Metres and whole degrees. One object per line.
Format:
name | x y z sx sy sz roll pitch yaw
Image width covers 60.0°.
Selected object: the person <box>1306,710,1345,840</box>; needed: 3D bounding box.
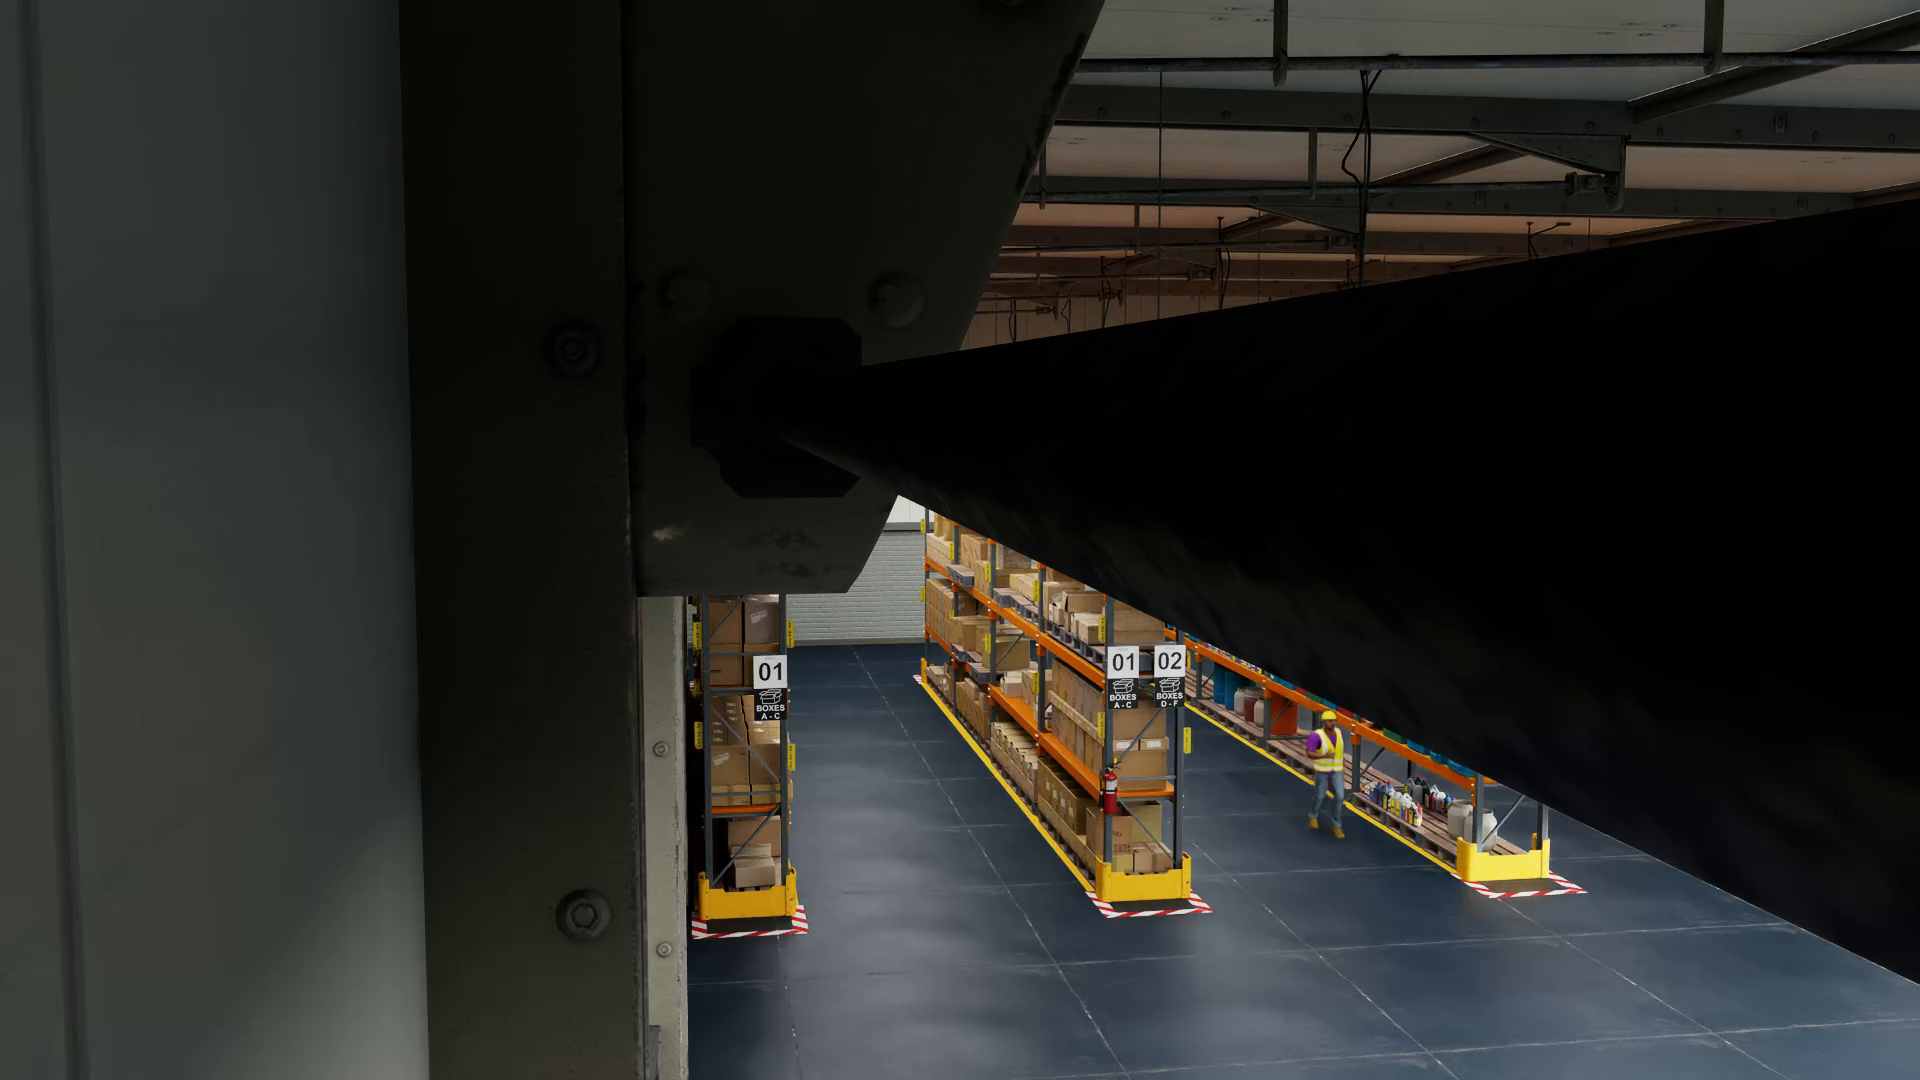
person | 5.260 3.348 23.864 0.689 1.840 0.810 -1 5 -12
